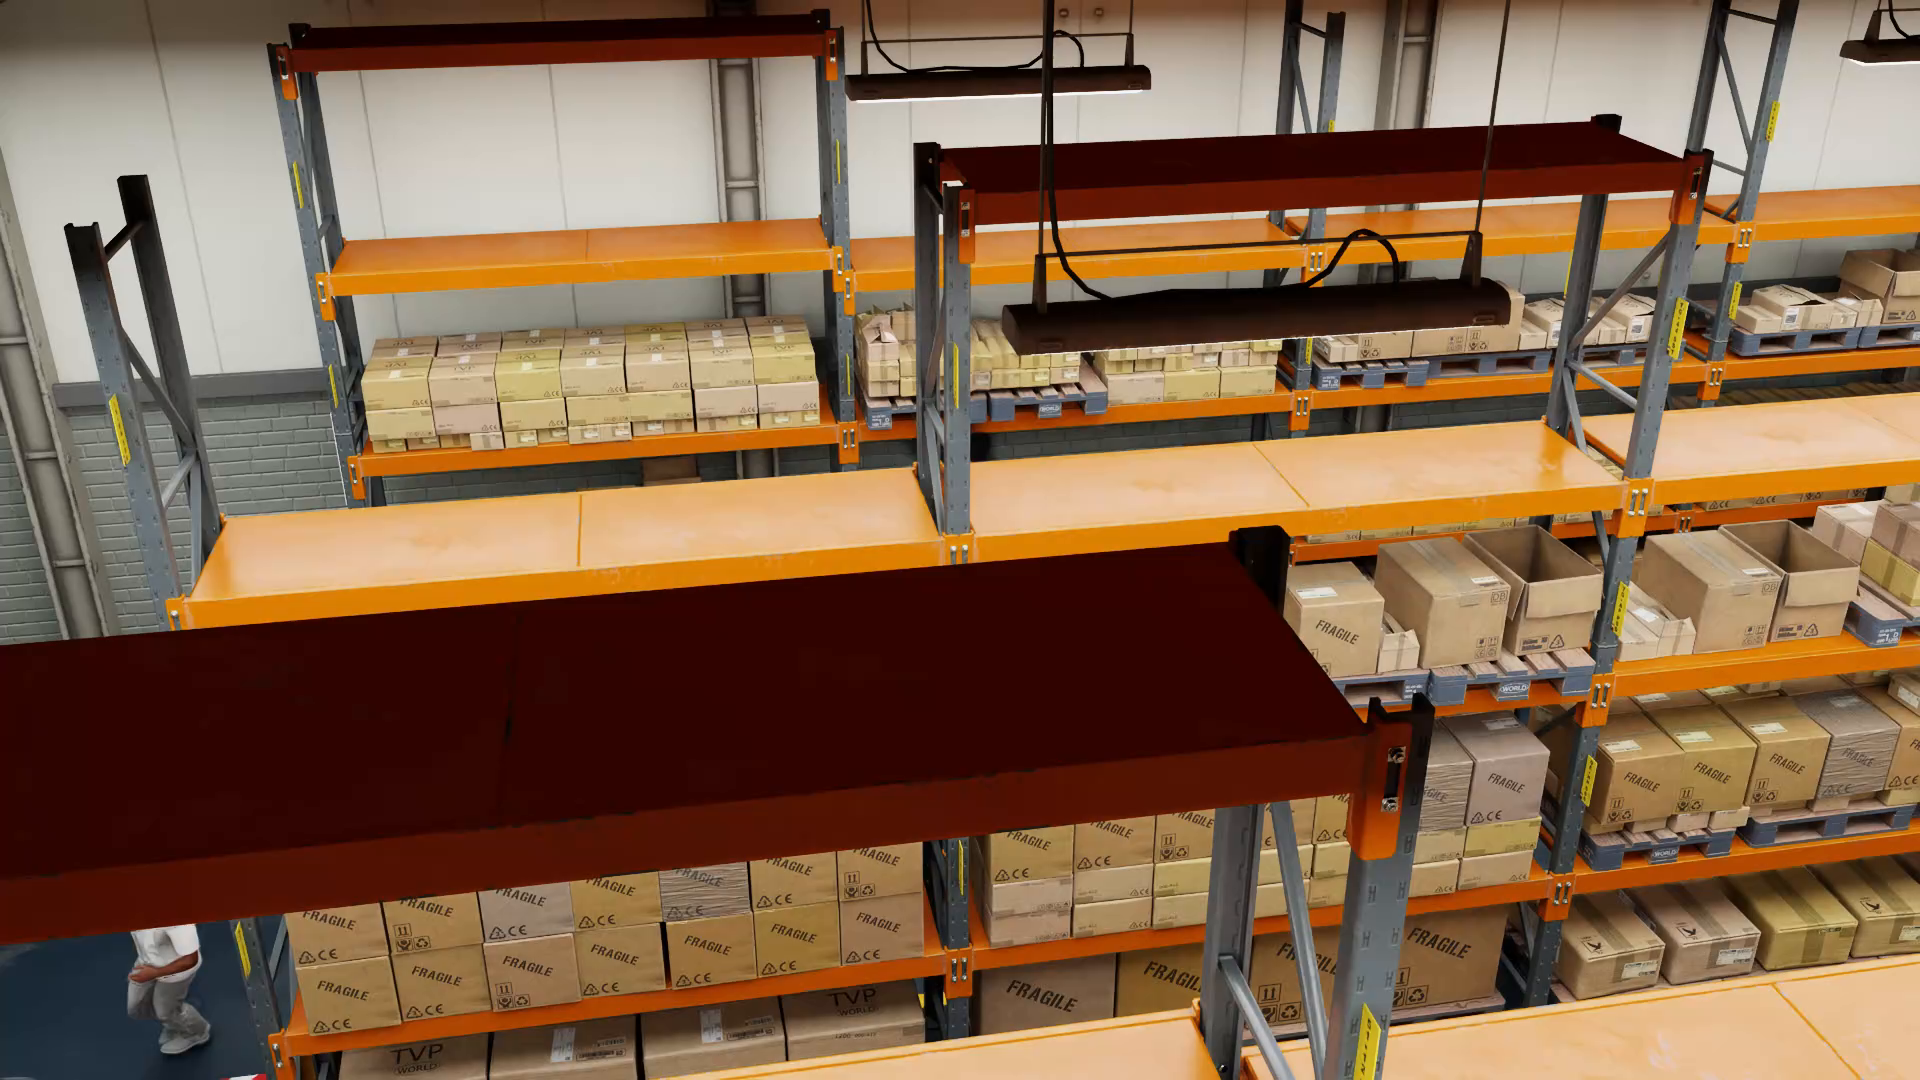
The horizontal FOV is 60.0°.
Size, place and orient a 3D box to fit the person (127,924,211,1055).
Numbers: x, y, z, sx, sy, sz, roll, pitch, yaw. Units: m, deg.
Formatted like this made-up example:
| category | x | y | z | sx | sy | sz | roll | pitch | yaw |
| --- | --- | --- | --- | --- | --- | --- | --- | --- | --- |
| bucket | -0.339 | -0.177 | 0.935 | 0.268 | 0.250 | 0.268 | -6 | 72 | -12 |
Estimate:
| category | x | y | z | sx | sy | sz | roll | pitch | yaw |
| --- | --- | --- | --- | --- | --- | --- | --- | --- | --- |
| person | -5.125 | 2.738 | 10.712 | 0.786 | 1.734 | 0.504 | 18 | 31 | 33 |
